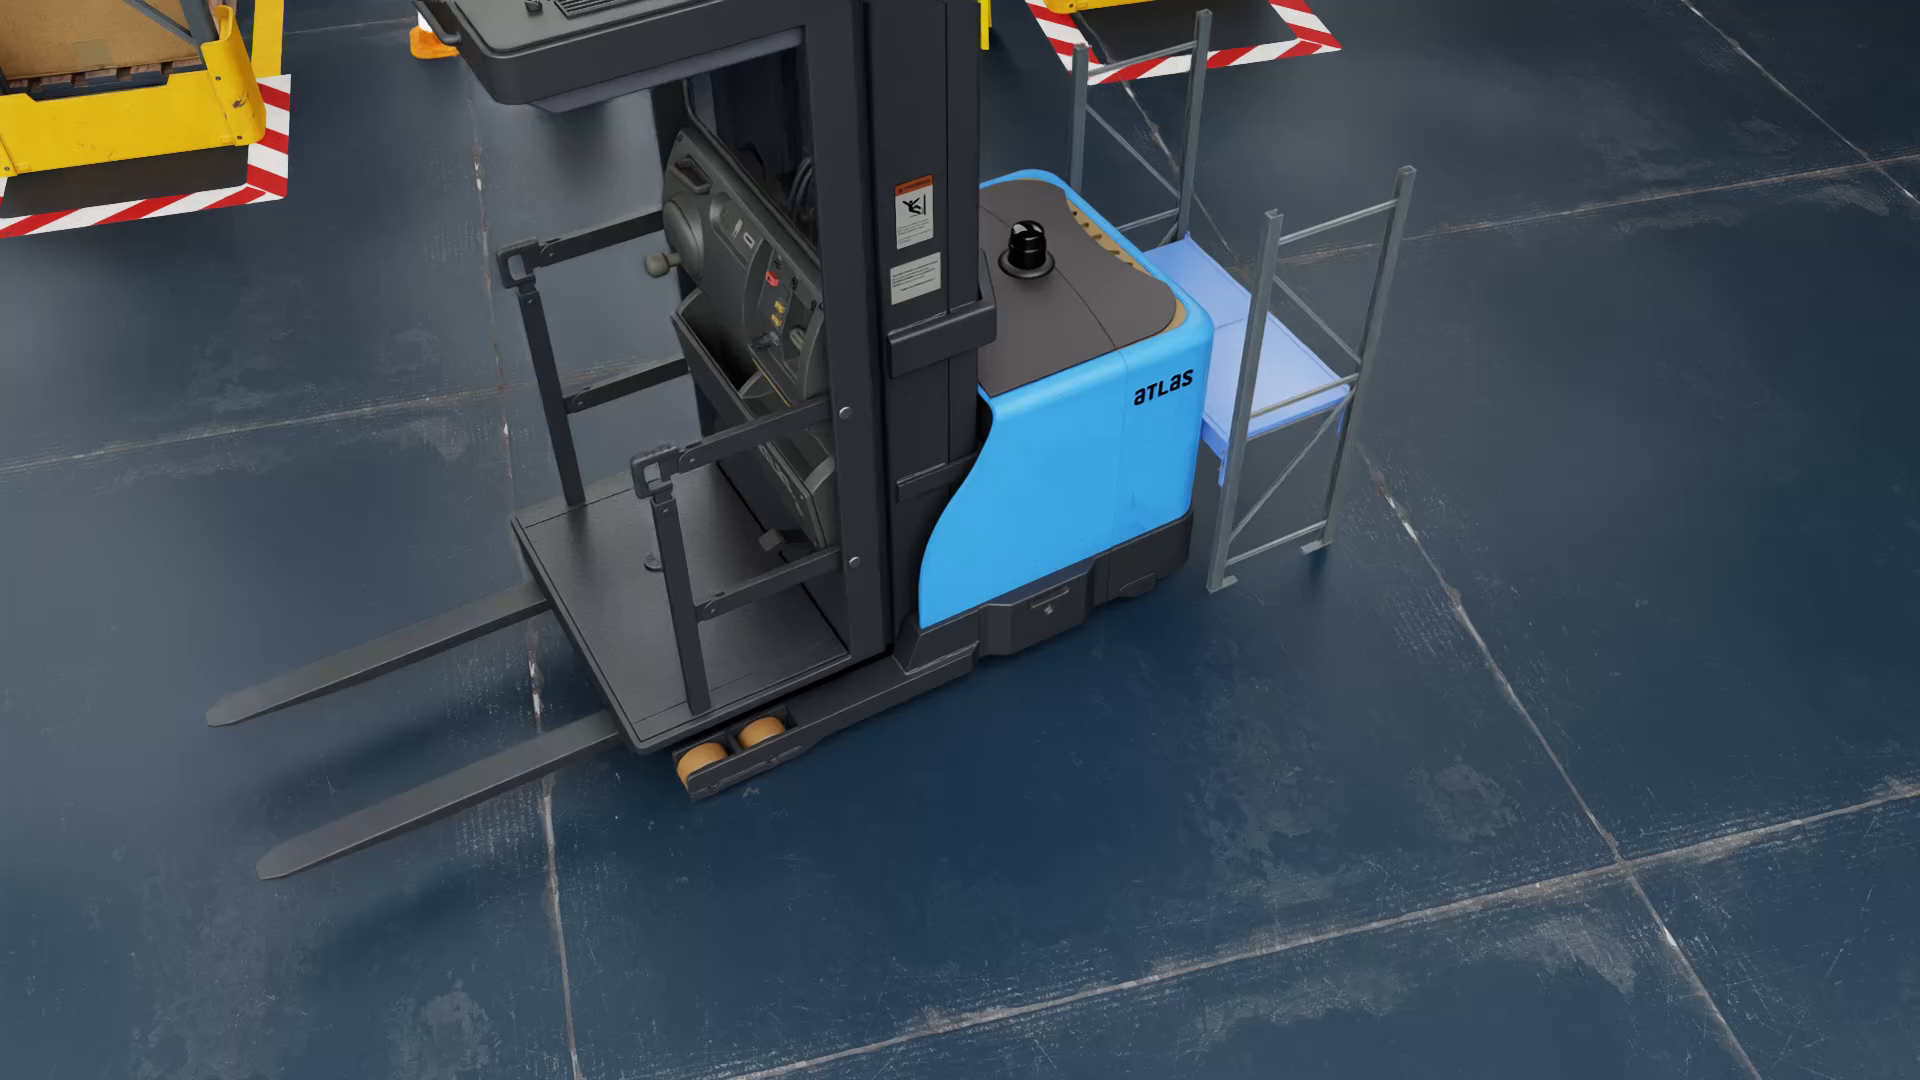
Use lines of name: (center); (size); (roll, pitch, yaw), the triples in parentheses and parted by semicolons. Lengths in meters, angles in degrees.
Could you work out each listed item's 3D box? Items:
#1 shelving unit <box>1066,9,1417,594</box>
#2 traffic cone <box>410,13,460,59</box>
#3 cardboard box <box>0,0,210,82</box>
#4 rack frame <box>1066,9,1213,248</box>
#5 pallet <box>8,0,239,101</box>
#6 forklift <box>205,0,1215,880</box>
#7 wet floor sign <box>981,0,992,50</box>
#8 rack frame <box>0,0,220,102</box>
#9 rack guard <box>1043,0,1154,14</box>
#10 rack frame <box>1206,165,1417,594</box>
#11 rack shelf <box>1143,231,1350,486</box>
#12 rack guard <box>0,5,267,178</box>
shelving unit: (0.816, -0.759, 5.444); (0.538, 1.500, 1.048); (-21, 49, -19)
traffic cone: (-2.520, -2.613, 7.987); (0.336, 0.463, 0.334); (-11, 47, -10)
cardboard box: (-3.995, -2.734, 7.523); (0.875, 0.875, 0.875); (-10, 47, -10)
rack frame: (0.578, -1.080, 5.758); (0.500, 1.500, 0.032); (-21, 49, -19)
pallet: (-4.037, -2.436, 7.990); (1.003, 0.211, 1.213); (-11, 47, -10)
forklift: (-0.765, -0.691, 4.375); (3.031, 2.935, 1.130); (-22, 50, -21)
wet floor sign: (0.016, -2.699, 7.943); (0.267, 0.644, 0.232); (4, 46, 4)
rack frame: (-3.757, -2.875, 6.467); (1.000, 3.000, 0.127); (-11, 47, -10)
rack guard: (0.983, -3.027, 8.367); (1.175, 0.500, 0.348); (-11, 47, -10)
rack frame: (1.055, -0.439, 5.130); (0.500, 1.500, 0.032); (-21, 49, -19)
rack shelf: (0.816, -0.633, 5.572); (0.538, 0.185, 1.000); (-21, 49, -19)
rack guard: (-3.751, -1.983, 7.344); (1.175, 0.500, 0.348); (-11, 47, -10)
